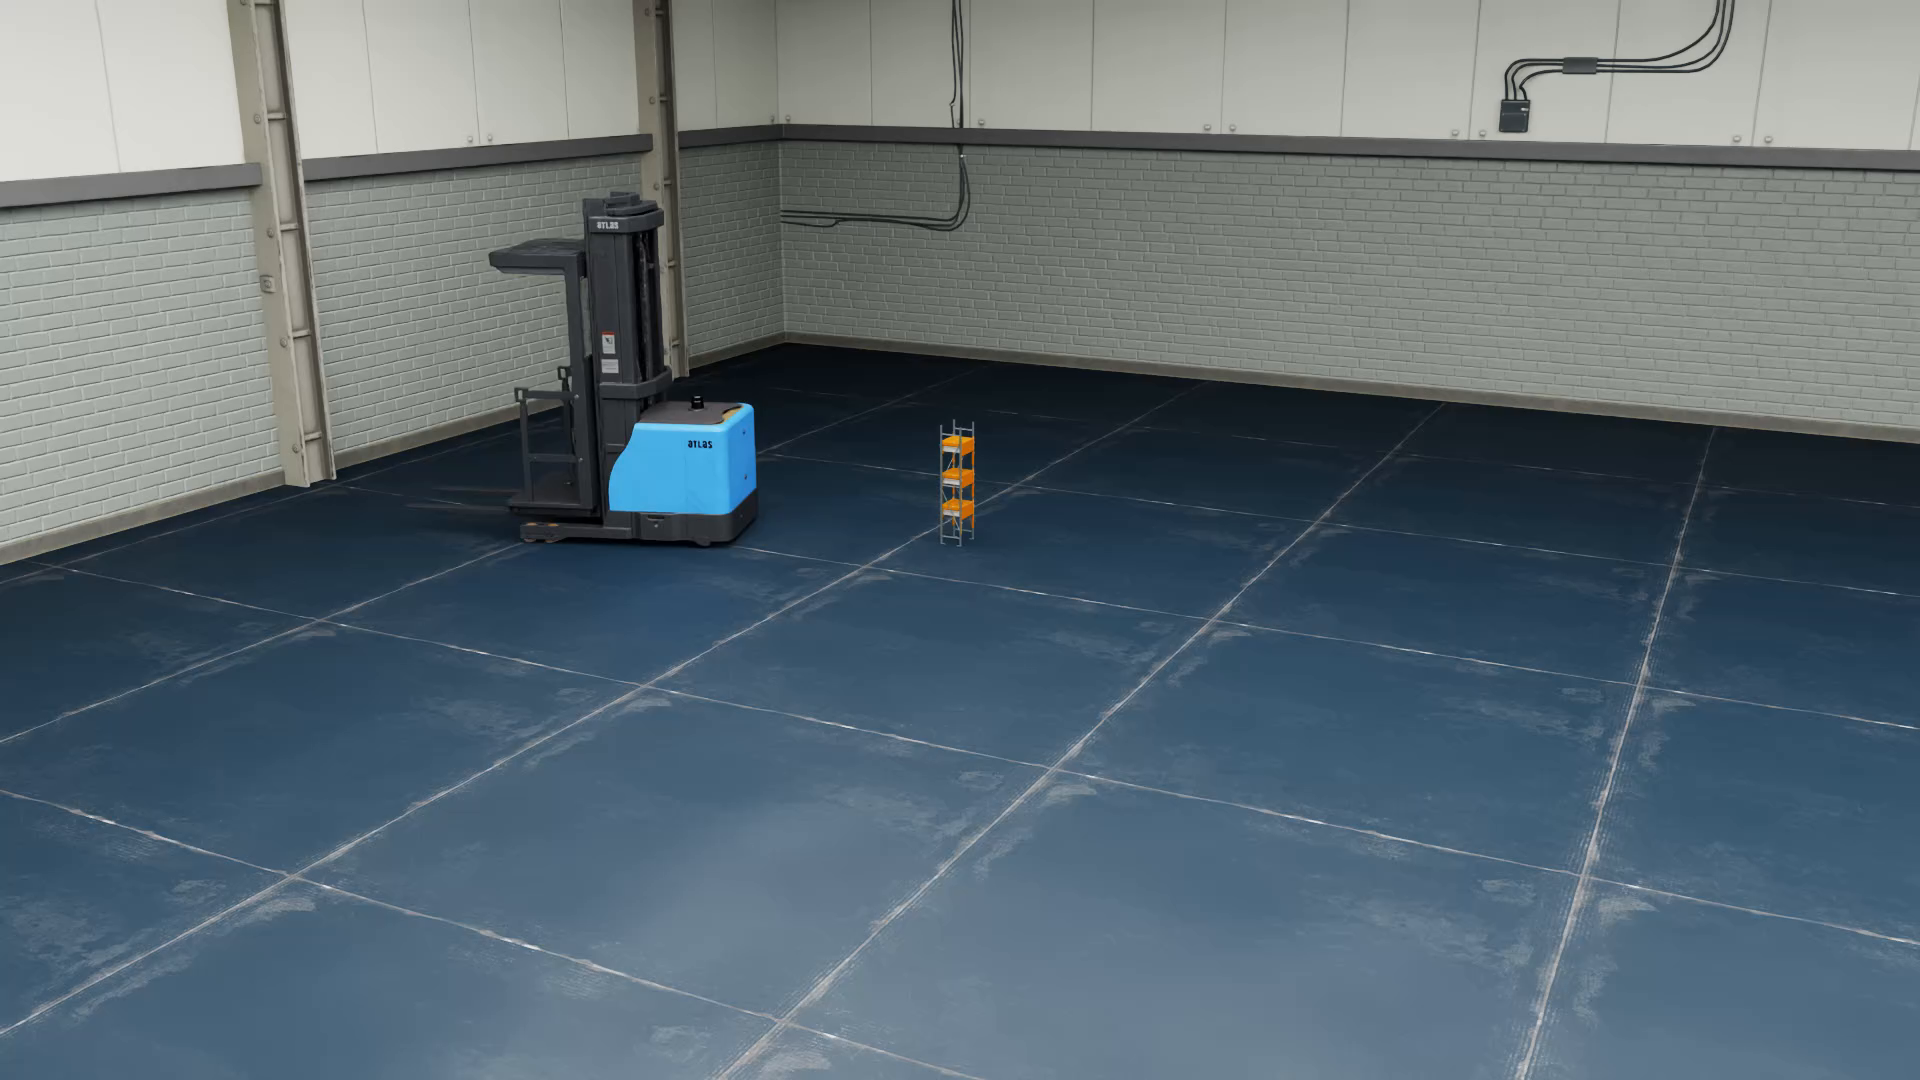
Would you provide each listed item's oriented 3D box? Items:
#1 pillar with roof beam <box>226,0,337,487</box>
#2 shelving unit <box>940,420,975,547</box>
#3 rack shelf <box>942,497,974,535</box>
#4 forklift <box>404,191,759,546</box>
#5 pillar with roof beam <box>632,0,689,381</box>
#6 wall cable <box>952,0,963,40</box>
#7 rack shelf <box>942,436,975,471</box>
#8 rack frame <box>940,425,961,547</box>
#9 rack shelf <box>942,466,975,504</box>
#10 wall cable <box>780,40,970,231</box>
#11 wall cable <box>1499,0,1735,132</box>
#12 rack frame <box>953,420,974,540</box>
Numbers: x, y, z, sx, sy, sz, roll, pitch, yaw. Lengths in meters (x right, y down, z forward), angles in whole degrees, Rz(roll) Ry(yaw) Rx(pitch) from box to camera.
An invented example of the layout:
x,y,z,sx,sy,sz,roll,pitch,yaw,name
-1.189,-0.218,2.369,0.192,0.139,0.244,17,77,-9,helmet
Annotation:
x,y,z,sx,sy,sz,roll,pitch,yaw,name
-2.591,-4.350,13.366,9.100,9.000,0.400,8,18,25,pillar with roof beam
-0.024,-0.490,14.329,0.215,1.050,0.252,8,18,25,shelving unit
-0.024,-0.213,14.411,0.215,0.259,0.240,8,18,25,rack shelf
-3.388,-1.524,14.507,3.031,2.935,1.130,2,17,8,forklift
0.090,-5.878,18.511,9.100,9.000,0.400,8,18,25,pillar with roof beam
1.158,-7.597,20.879,3.097,2.526,0.112,8,18,25,wall cable
-0.024,-0.752,14.251,0.215,0.259,0.240,8,18,25,rack shelf
-0.078,-0.459,14.224,0.200,1.050,0.008,8,18,25,rack frame
-0.024,-0.479,14.332,0.215,0.259,0.240,8,18,25,rack shelf
-1.262,-5.520,22.757,3.097,2.526,0.112,8,18,25,wall cable
7.224,-7.427,17.751,2.305,6.003,0.169,8,18,25,wall cable
0.031,-0.521,14.434,0.200,1.050,0.008,8,18,25,rack frame
